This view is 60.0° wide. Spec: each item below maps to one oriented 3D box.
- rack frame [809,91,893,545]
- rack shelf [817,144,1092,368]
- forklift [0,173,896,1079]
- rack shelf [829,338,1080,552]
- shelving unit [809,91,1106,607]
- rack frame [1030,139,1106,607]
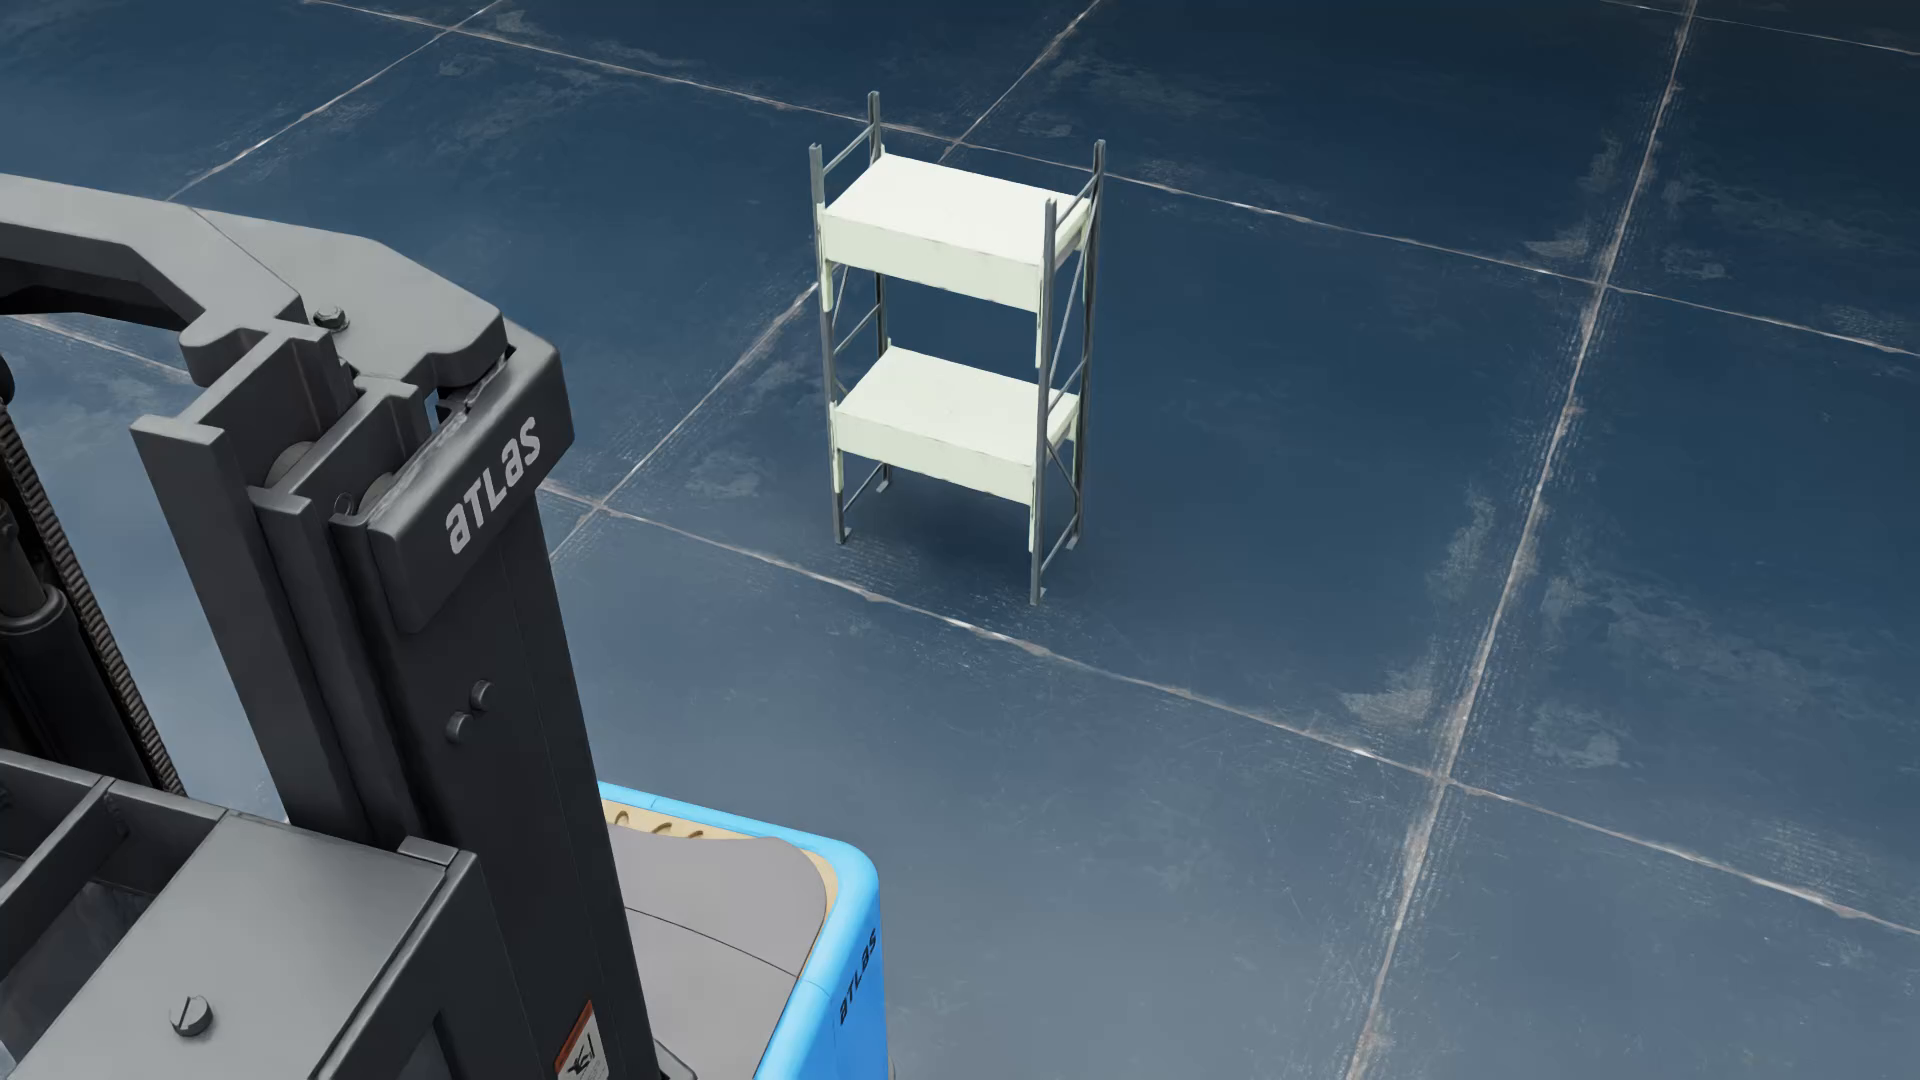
[{"bbox_3d":[-0.338,-0.670,5.378,0.023,1.500,0.400,17,44,19],"label":"rack frame"},{"bbox_3d":[-0.006,-0.863,5.005,0.720,0.370,0.431,17,44,19],"label":"rack shelf"},{"bbox_3d":[-1.072,1.164,2.169,1.130,2.935,3.031,11,42,13],"label":"forklift"},{"bbox_3d":[-0.006,-0.322,5.474,0.720,0.370,0.431,17,44,19],"label":"rack shelf"},{"bbox_3d":[-0.006,-0.569,5.261,0.755,1.500,0.431,17,44,19],"label":"shelving unit"},{"bbox_3d":[0.326,-0.467,5.144,0.023,1.500,0.400,17,44,19],"label":"rack frame"}]
